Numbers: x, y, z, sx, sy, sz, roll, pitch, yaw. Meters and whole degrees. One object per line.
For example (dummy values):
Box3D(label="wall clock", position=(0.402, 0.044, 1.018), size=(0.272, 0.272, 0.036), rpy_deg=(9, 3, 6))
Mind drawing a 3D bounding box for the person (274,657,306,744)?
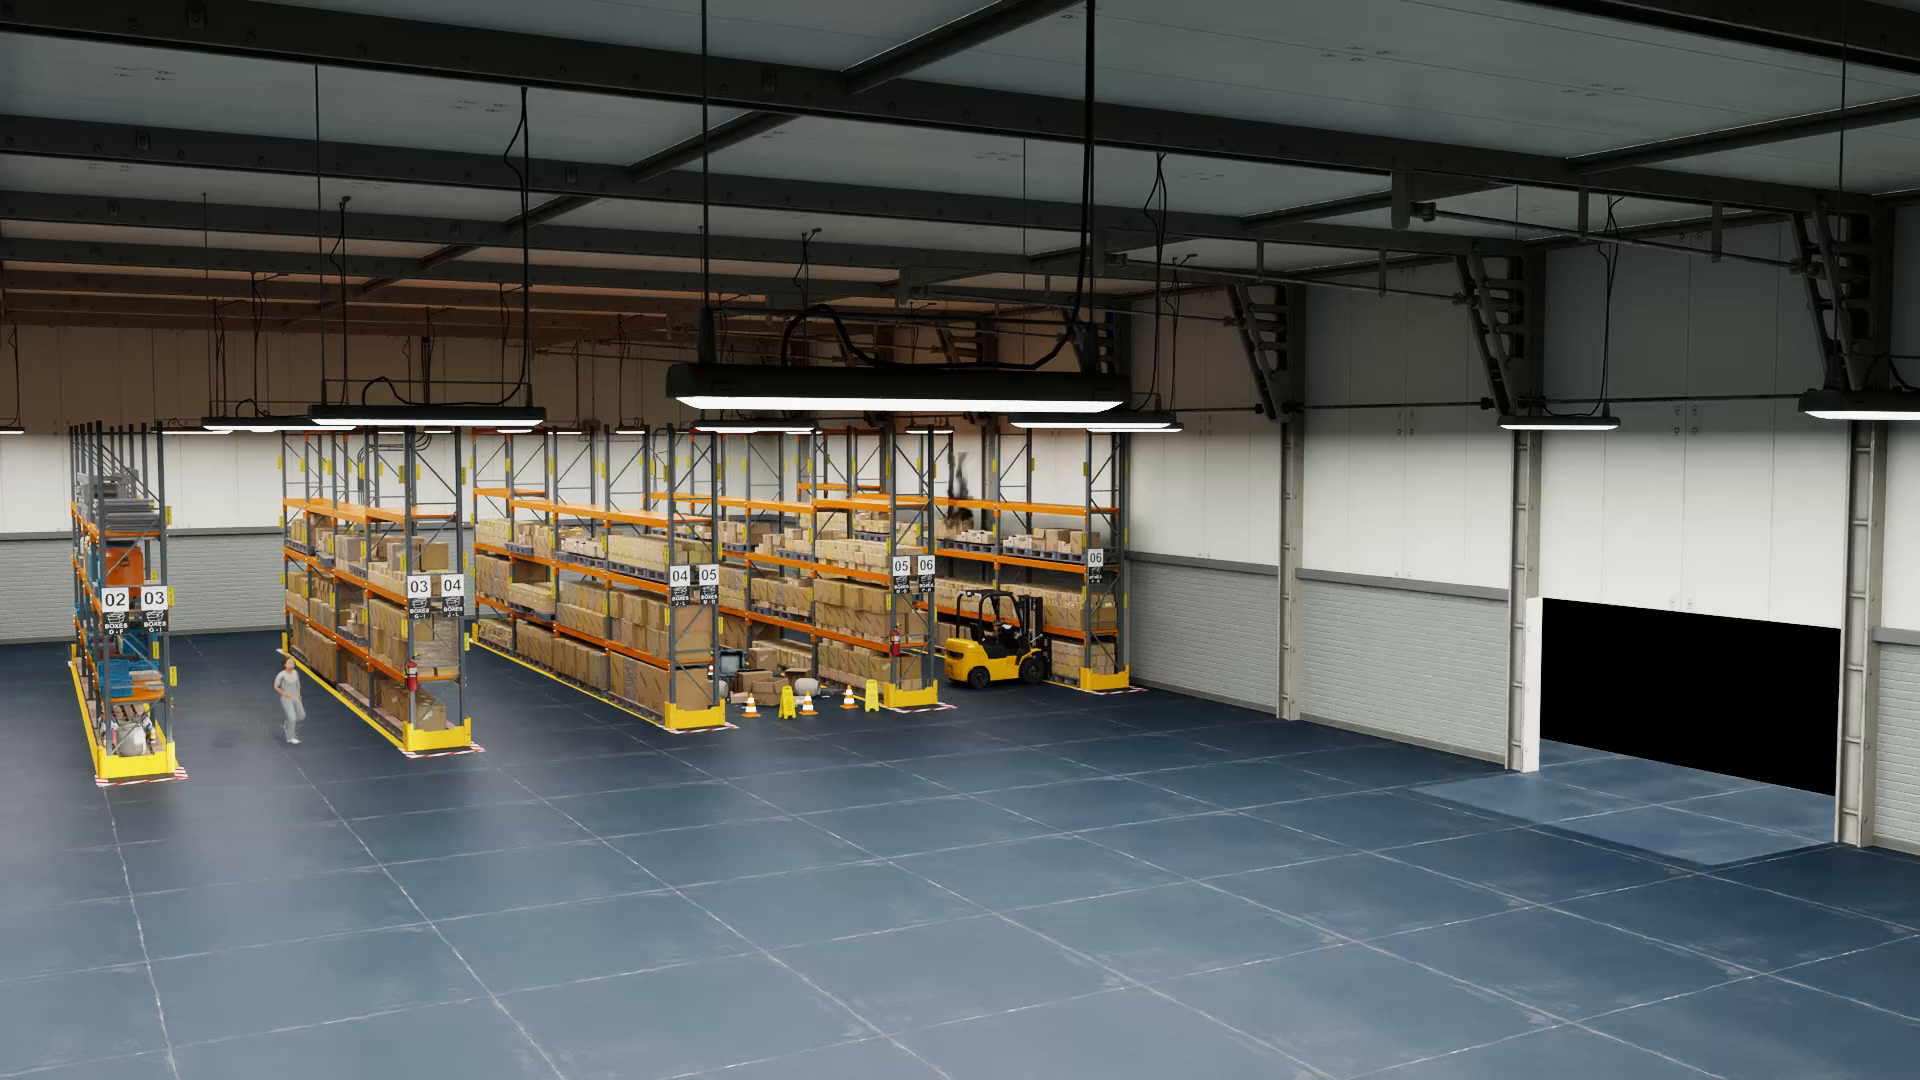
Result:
Box3D(label="person", position=(-12.551, 2.992, 31.090), size=(0.560, 1.634, 0.582), rpy_deg=(2, 4, 31))
